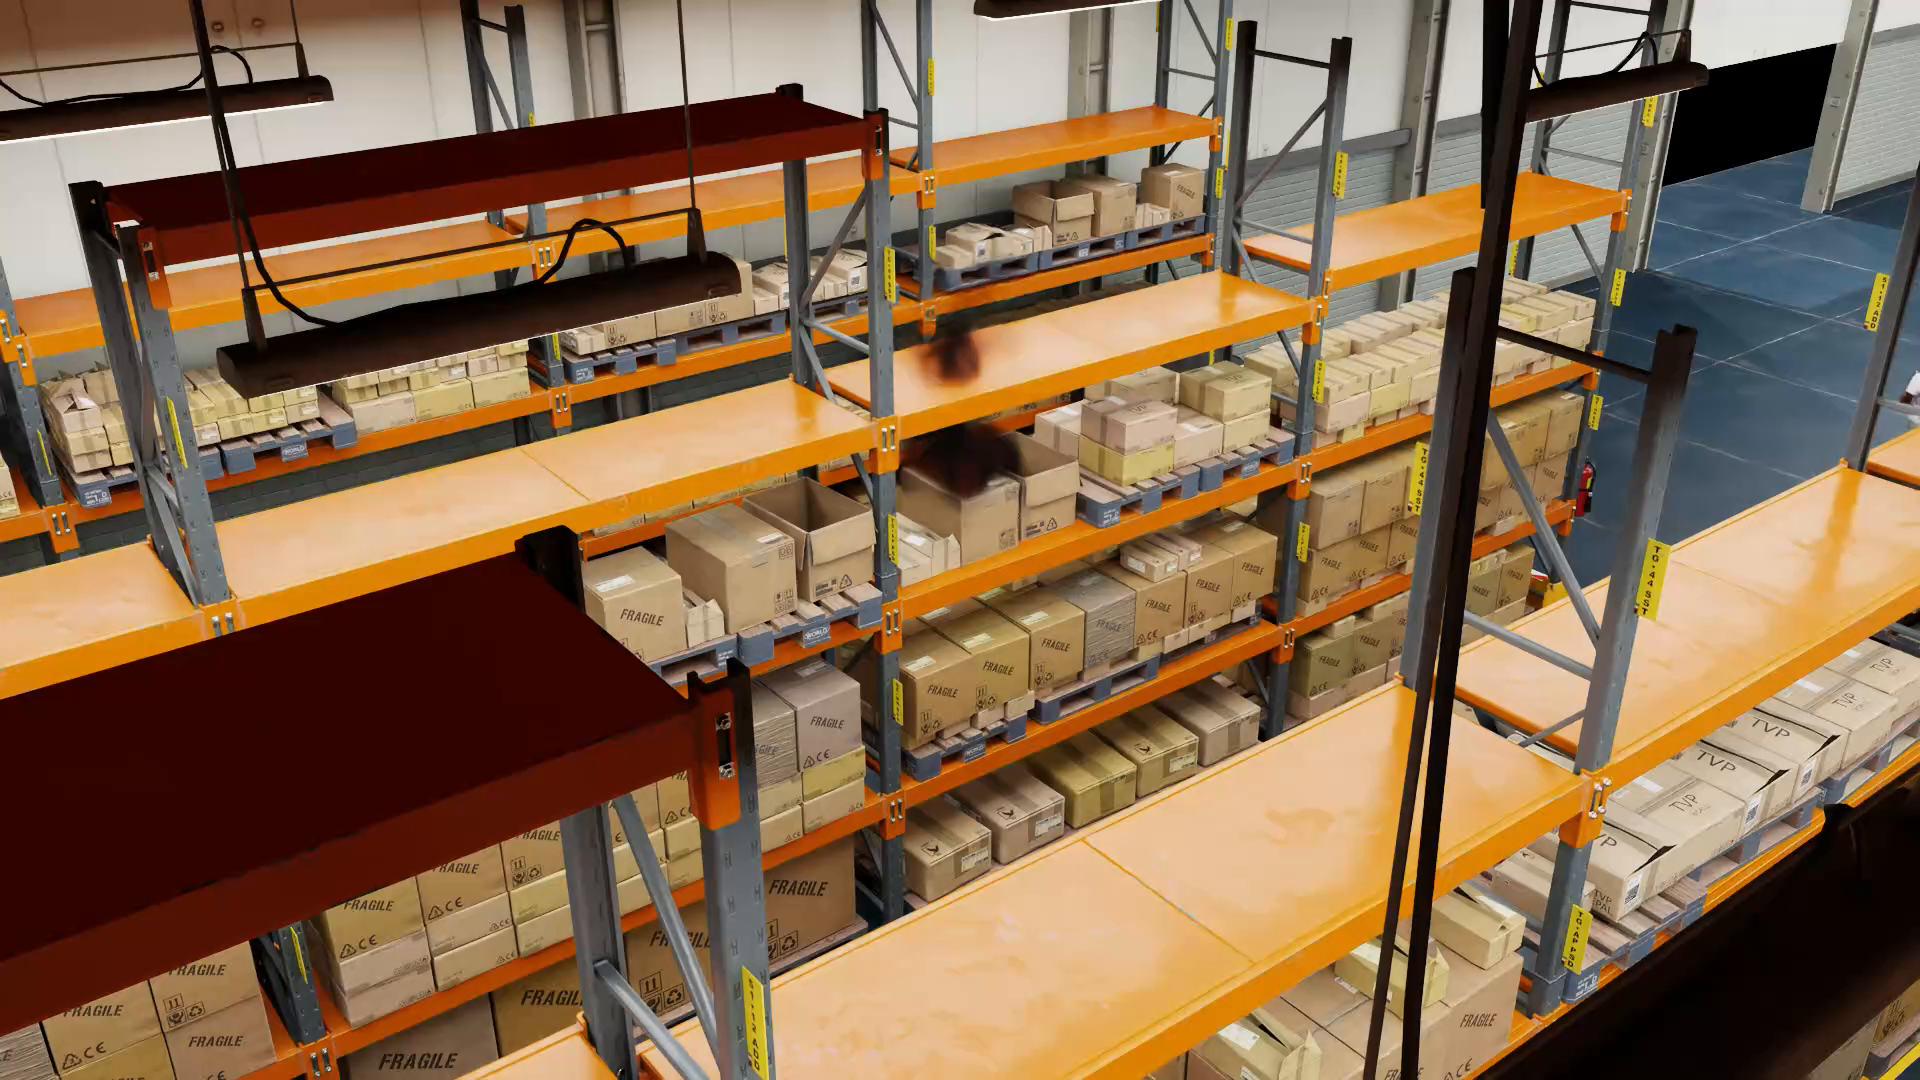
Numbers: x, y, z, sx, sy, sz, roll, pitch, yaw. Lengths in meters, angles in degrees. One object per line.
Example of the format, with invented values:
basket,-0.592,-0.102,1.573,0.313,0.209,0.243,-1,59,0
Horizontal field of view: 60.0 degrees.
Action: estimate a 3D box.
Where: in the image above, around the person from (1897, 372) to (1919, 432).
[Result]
person,11.049,-1.347,18.920,0.683,1.723,0.770,5,27,11
